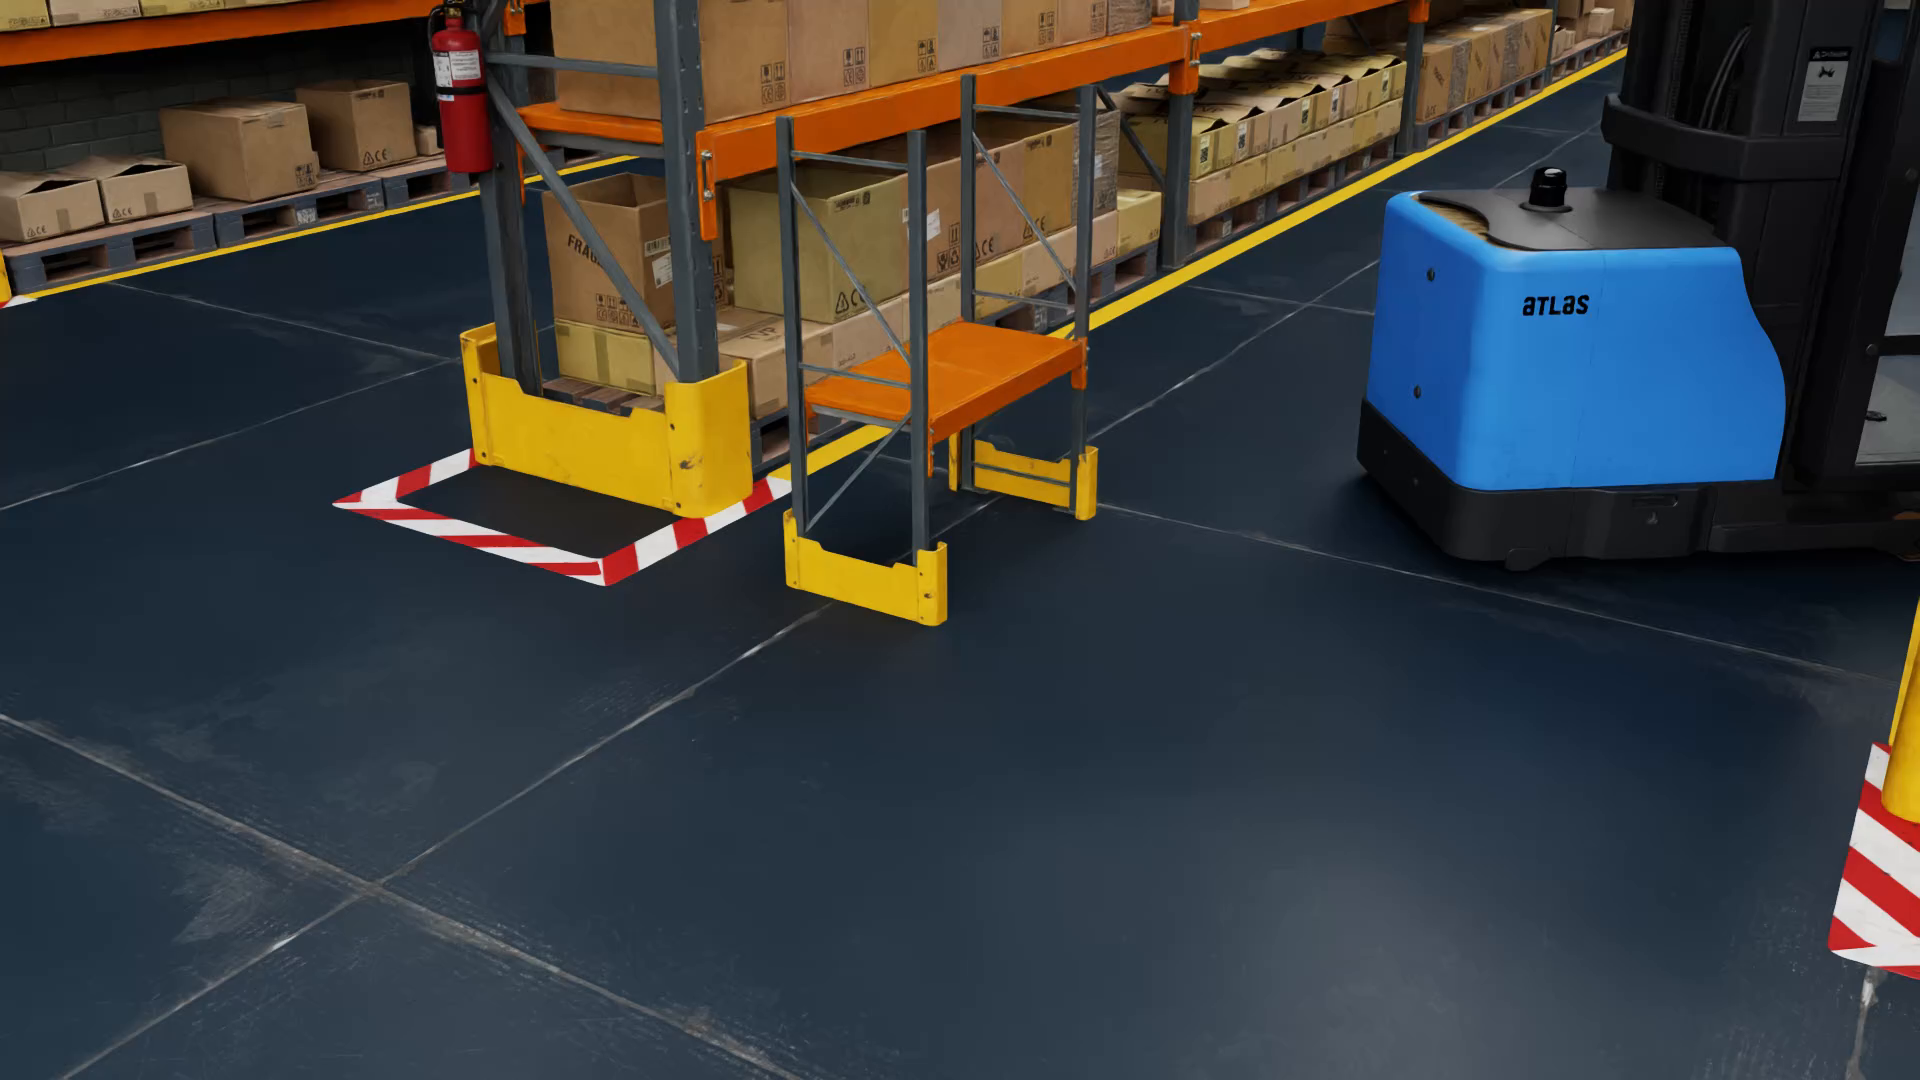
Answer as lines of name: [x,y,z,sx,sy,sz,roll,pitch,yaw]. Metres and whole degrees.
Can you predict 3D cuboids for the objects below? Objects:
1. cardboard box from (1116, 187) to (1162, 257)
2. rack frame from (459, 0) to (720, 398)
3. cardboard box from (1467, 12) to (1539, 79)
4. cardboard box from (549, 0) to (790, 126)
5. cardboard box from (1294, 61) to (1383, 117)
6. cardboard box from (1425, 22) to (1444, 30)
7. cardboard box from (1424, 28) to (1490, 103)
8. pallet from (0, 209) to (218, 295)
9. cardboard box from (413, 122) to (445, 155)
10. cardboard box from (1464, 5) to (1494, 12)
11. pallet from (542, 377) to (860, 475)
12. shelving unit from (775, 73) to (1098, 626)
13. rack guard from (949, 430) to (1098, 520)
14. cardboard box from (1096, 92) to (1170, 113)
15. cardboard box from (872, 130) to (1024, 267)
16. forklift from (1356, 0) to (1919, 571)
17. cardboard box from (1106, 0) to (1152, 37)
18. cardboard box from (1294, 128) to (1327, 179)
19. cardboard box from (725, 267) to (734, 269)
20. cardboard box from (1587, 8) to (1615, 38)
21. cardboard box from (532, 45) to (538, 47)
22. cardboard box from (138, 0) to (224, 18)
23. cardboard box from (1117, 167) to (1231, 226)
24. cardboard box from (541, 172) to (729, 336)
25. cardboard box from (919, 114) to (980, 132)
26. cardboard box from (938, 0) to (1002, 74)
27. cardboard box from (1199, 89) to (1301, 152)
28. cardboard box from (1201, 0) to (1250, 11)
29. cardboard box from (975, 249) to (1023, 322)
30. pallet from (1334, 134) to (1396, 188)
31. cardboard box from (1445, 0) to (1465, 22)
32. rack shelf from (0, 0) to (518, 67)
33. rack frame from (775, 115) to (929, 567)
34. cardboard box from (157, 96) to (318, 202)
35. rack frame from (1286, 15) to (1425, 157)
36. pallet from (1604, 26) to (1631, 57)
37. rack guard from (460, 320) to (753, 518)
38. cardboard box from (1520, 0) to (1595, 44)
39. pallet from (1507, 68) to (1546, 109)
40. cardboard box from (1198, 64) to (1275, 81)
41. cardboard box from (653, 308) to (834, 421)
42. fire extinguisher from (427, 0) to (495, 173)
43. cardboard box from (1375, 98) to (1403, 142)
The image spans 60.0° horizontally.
cardboard box: [0.736,-1.710,8.858,0.500,0.250,0.500,14,27,29]
rack frame: [-1.315,-1.632,5.744,1.000,3.000,0.127,14,27,29]
cardboard box: [4.730,-4.345,14.604,0.500,0.500,0.500,14,27,29]
cardboard box: [-1.058,-1.833,6.082,0.700,0.500,0.500,14,27,29]
cardboard box: [2.569,-3.115,11.396,0.500,0.311,0.500,13,27,28]
cardboard box: [3.744,-4.105,14.048,0.500,0.500,0.500,13,26,27]
cardboard box: [3.928,-3.827,13.406,0.500,0.500,0.500,13,27,28]
pallet: [-5.027,-1.681,9.368,1.003,0.211,1.213,14,27,29]
cardboard box: [-3.672,-2.734,11.301,0.380,0.166,0.250,10,25,22]
cardboard box: [4.553,-4.625,15.249,0.500,0.500,0.500,13,26,27]
pallet: [-0.947,-0.619,6.914,1.003,0.211,1.213,14,27,29]
shelving unit: [-0.040,-0.663,5.393,0.587,1.500,1.083,14,27,29]
rack guard: [0.222,-0.257,6.029,0.587,0.250,0.087,14,27,29]
cardboard box: [1.034,-2.544,10.077,0.500,0.311,0.500,15,27,30]
cardboard box: [-0.050,-1.547,7.536,0.500,0.500,0.500,14,27,29]
forklift: [3.048,-1.479,5.476,3.031,2.935,1.130,-3,24,-6]
cardboard box: [0.566,-2.877,8.493,0.700,0.500,0.500,13,27,28]
cardboard box: [2.029,-2.516,10.719,0.500,0.250,0.500,14,27,30]
cardboard box: [-0.767,-1.146,7.554,0.500,0.250,0.500,14,27,29]
cardboard box: [6.521,-5.423,17.408,0.500,0.250,0.500,14,27,29]
cardboard box: [-2.811,-3.510,12.676,0.700,0.500,0.500,13,27,28]
cardboard box: [-4.463,-3.056,9.197,0.500,0.250,0.500,13,27,28]
cardboard box: [1.218,-1.997,9.520,0.500,0.250,0.500,13,27,28]
cardboard box: [-1.285,-1.150,6.620,0.500,0.500,0.500,14,27,29]
cardboard box: [-0.243,-1.828,8.186,0.500,0.500,0.500,14,27,29]
cardboard box: [-0.244,-2.356,7.290,0.700,0.500,0.500,15,27,31]
cardboard box: [1.765,-2.600,10.207,0.500,0.311,0.500,13,27,27]
cardboard box: [1.436,-3.123,9.504,0.380,0.149,0.250,14,27,29]
cardboard box: [-0.050,-1.203,7.686,0.500,0.250,0.500,14,27,29]
pallet: [2.438,-2.783,11.912,1.003,0.211,1.213,14,27,29]
cardboard box: [4.025,-4.631,14.321,0.500,0.250,0.500,14,27,29]
rack shelf: [-4.470,-3.014,9.841,1.077,0.370,4.000,14,27,29]
rack frame: [-0.313,-0.488,4.989,0.500,1.500,0.032,14,27,29]
cardboard box: [-4.354,-2.368,10.036,0.700,0.500,0.500,12,26,26]
rack frame: [2.905,-4.332,11.981,1.000,3.000,0.127,14,27,29]
pallet: [6.665,-5.457,18.091,1.003,0.211,1.213,14,27,29]
rack guard: [-1.328,-0.477,6.222,1.175,0.500,0.348,14,27,29]
cardboard box: [6.002,-5.373,16.975,0.797,0.503,0.637,14,27,29]
pallet: [4.618,-4.120,15.001,1.003,0.211,1.213,14,27,29]
cardboard box: [1.838,-3.054,11.256,0.500,0.311,0.500,13,27,28]
cardboard box: [-0.843,-0.697,6.517,0.500,0.250,0.500,14,27,29]
fire extinguisher: [-1.772,-1.654,5.892,0.296,0.674,0.183,14,27,29]
cardboard box: [2.835,-3.034,11.915,0.500,0.250,0.500,15,27,30]
